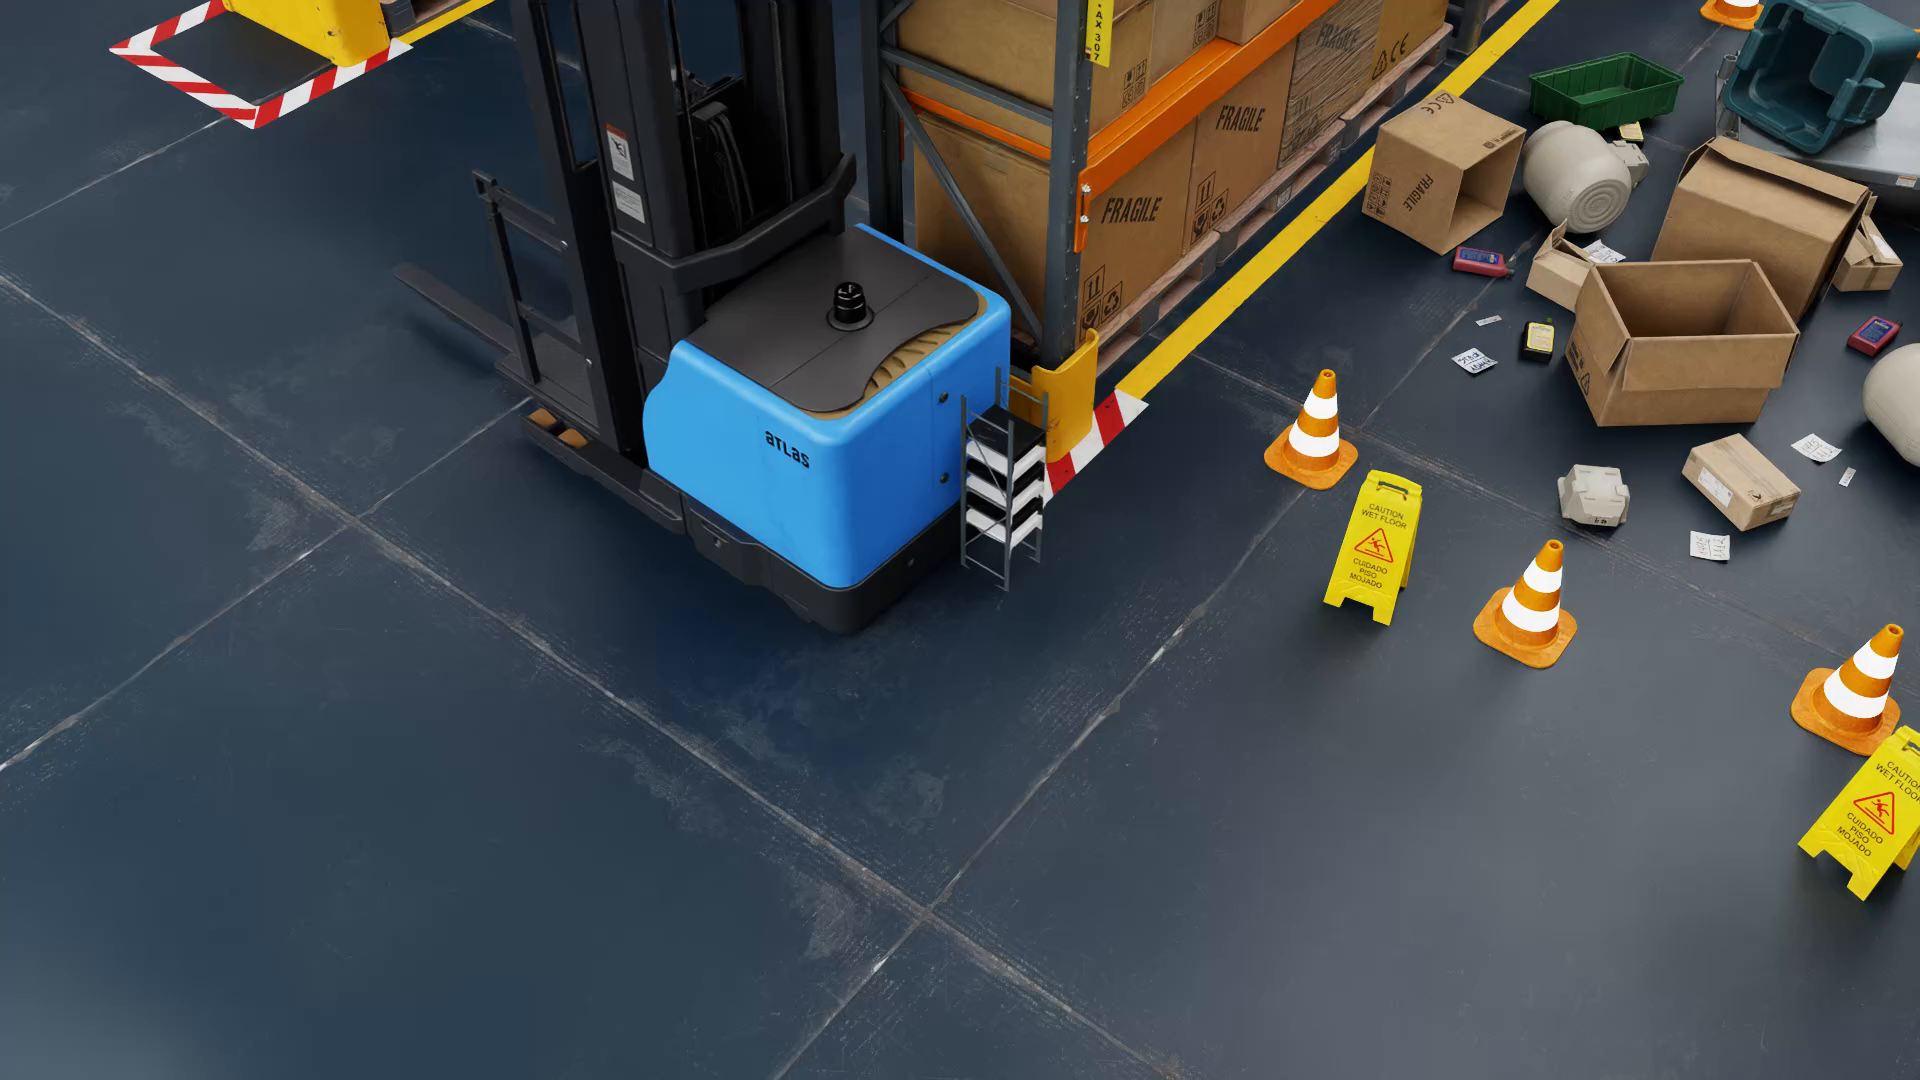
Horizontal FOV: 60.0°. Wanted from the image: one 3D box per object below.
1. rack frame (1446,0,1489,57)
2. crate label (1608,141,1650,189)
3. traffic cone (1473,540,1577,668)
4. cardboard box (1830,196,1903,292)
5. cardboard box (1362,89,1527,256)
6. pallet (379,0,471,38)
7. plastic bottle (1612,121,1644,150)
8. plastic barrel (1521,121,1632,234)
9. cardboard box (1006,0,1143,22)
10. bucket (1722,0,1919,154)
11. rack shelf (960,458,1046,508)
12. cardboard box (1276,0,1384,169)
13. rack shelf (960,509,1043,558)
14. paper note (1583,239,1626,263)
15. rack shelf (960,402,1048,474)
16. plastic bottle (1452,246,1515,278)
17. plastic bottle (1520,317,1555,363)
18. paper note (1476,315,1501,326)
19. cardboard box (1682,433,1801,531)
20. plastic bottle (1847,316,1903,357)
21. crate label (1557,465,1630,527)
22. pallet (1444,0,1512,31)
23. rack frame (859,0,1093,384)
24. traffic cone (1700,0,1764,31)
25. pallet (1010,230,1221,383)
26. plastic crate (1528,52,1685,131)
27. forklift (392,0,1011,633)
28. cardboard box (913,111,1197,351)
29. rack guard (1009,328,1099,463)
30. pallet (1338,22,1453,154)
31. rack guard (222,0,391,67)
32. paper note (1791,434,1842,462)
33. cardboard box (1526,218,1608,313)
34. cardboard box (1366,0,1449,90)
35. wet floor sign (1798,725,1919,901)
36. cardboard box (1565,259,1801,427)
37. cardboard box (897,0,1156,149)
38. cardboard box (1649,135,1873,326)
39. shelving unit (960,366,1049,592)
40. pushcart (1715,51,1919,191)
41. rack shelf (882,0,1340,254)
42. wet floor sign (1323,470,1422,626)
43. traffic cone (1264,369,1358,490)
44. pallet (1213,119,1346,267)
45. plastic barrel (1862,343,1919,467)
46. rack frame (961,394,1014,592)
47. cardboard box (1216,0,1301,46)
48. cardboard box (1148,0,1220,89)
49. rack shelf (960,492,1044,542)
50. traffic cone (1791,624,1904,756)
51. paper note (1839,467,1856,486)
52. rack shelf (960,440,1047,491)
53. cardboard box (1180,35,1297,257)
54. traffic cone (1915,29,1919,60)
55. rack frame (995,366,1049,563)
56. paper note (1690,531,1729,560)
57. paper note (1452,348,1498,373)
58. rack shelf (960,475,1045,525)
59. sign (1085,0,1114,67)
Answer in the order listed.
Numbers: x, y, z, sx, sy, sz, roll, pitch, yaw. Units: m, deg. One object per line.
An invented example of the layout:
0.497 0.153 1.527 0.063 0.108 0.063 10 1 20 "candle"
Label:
2.492 -4.003 8.499 1.000 3.000 0.127 29 53 25 "rack frame"
3.351 -1.923 8.492 0.298 0.136 0.250 -2 46 -2 "crate label"
2.181 0.180 6.258 0.336 0.463 0.334 29 53 25 "traffic cone"
4.274 -1.410 7.914 0.258 0.266 0.396 -2 46 -2 "cardboard box"
2.355 -1.798 8.120 0.500 0.500 0.500 -33 55 -28 "cardboard box"
-3.246 -3.494 9.942 1.003 0.211 1.213 29 53 25 "pallet"
3.517 -2.162 8.773 0.133 0.061 0.283 6 47 5 "plastic bottle"
3.012 -1.785 8.163 0.421 0.421 0.512 -9 47 -8 "plastic barrel"
0.304 -2.334 6.055 0.875 0.550 0.550 29 53 25 "cardboard box"
4.233 -2.300 8.085 0.620 0.611 0.726 -17 48 -29 "bucket"
0.162 -0.256 6.294 0.258 0.077 0.200 31 54 26 "rack shelf"
1.504 -2.567 8.307 0.875 0.875 0.875 30 53 25 "cardboard box"
0.162 -0.070 6.489 0.258 0.077 0.200 31 54 26 "rack shelf"
3.110 -1.388 8.061 0.155 0.023 0.172 -25 51 -22 "paper note"
0.162 -0.381 6.164 0.258 0.077 0.200 31 54 26 "rack shelf"
2.517 -1.328 7.977 0.283 0.061 0.133 13 48 12 "plastic bottle"
2.641 -0.925 7.592 0.133 0.061 0.283 13 48 12 "plastic bottle"
2.454 -1.018 7.716 0.123 0.001 0.032 -17 49 -15 "paper note"
3.228 -0.241 6.878 0.250 0.149 0.380 -17 49 -15 "cardboard box"
4.198 -0.948 7.613 0.283 0.061 0.133 -33 55 -28 "plastic bottle"
2.613 -0.184 6.831 0.250 0.136 0.298 6 47 5 "crate label"
2.904 -3.514 9.961 1.003 0.211 1.213 29 53 25 "pallet"
0.046 -1.714 6.313 1.000 3.000 0.127 29 53 25 "rack frame"
4.507 -3.226 9.512 0.336 0.463 0.334 29 53 25 "traffic cone"
0.473 -1.243 7.791 1.003 0.211 1.213 29 53 25 "pallet"
3.422 -2.373 8.847 0.662 0.188 0.450 -17 39 -15 "plastic crate"
-1.243 -1.576 6.229 3.031 2.935 1.130 32 54 27 "forklift"
0.409 -1.542 7.328 0.875 0.875 0.875 29 53 25 "cardboard box"
0.032 -0.837 7.204 1.175 0.500 0.348 29 53 25 "rack guard"
1.965 -2.639 9.125 1.003 0.211 1.213 29 53 25 "pallet"
-3.770 -3.145 9.408 1.175 0.500 0.348 29 53 25 "rack guard"
3.666 -0.394 7.114 0.142 0.019 0.148 -25 51 -22 "paper note"
2.899 -1.260 7.770 0.258 0.266 0.396 -33 55 -28 "cardboard box"
2.052 -3.085 8.801 0.875 0.875 0.875 30 53 26 "cardboard box"
3.062 0.866 5.477 0.232 0.644 0.267 -25 51 -22 "wet floor sign"
3.096 -0.845 7.210 0.797 0.503 0.637 -2 46 -2 "cardboard box"
0.237 -1.998 6.481 0.875 0.550 0.550 29 53 25 "cardboard box"
3.661 -1.431 7.675 0.797 0.637 0.503 29 53 25 "cardboard box"
0.162 -0.217 6.335 0.258 0.900 0.210 31 54 26 "shelving unit"
4.636 -1.946 8.348 1.648 0.377 0.936 13 48 12 "pushcart"
1.269 -2.610 7.666 1.077 0.370 4.000 29 53 25 "rack shelf"
1.596 -0.009 6.312 0.267 0.644 0.232 21 50 19 "wet floor sign"
1.495 -0.514 6.921 0.336 0.463 0.334 29 53 25 "traffic cone"
1.220 -1.938 8.455 1.003 0.211 1.213 29 53 25 "pallet"
4.090 -0.545 6.978 0.421 0.421 0.512 -9 47 -8 "plastic barrel"
0.098 -0.160 6.281 0.240 0.900 0.006 31 54 26 "rack frame"
0.998 -2.587 7.043 0.875 0.550 0.550 29 53 25 "cardboard box"
0.556 -2.322 6.790 0.875 0.550 0.550 29 53 25 "cardboard box"
0.162 -0.132 6.424 0.258 0.077 0.200 31 54 26 "rack shelf"
3.267 0.477 5.975 0.336 0.463 0.334 29 53 25 "traffic cone"
3.735 -0.266 6.997 0.032 0.001 0.123 29 53 25 "paper note"
0.162 -0.318 6.229 0.258 0.077 0.200 31 54 26 "rack shelf"
0.945 -2.047 7.810 0.875 0.875 0.875 28 53 24 "cardboard box"
5.507 -2.932 9.231 0.336 0.463 0.334 29 53 25 "traffic cone"
0.226 -0.274 6.389 0.240 0.900 0.006 31 54 26 "rack frame"
3.028 0.021 6.708 0.148 0.019 0.142 13 48 12 "paper note"
2.323 -0.811 7.504 0.142 0.017 0.144 -25 51 -22 "paper note"
0.162 -0.194 6.359 0.258 0.077 0.200 31 54 26 "rack shelf"
0.482 -1.791 5.733 0.100 0.325 0.005 29 53 25 "sign"
